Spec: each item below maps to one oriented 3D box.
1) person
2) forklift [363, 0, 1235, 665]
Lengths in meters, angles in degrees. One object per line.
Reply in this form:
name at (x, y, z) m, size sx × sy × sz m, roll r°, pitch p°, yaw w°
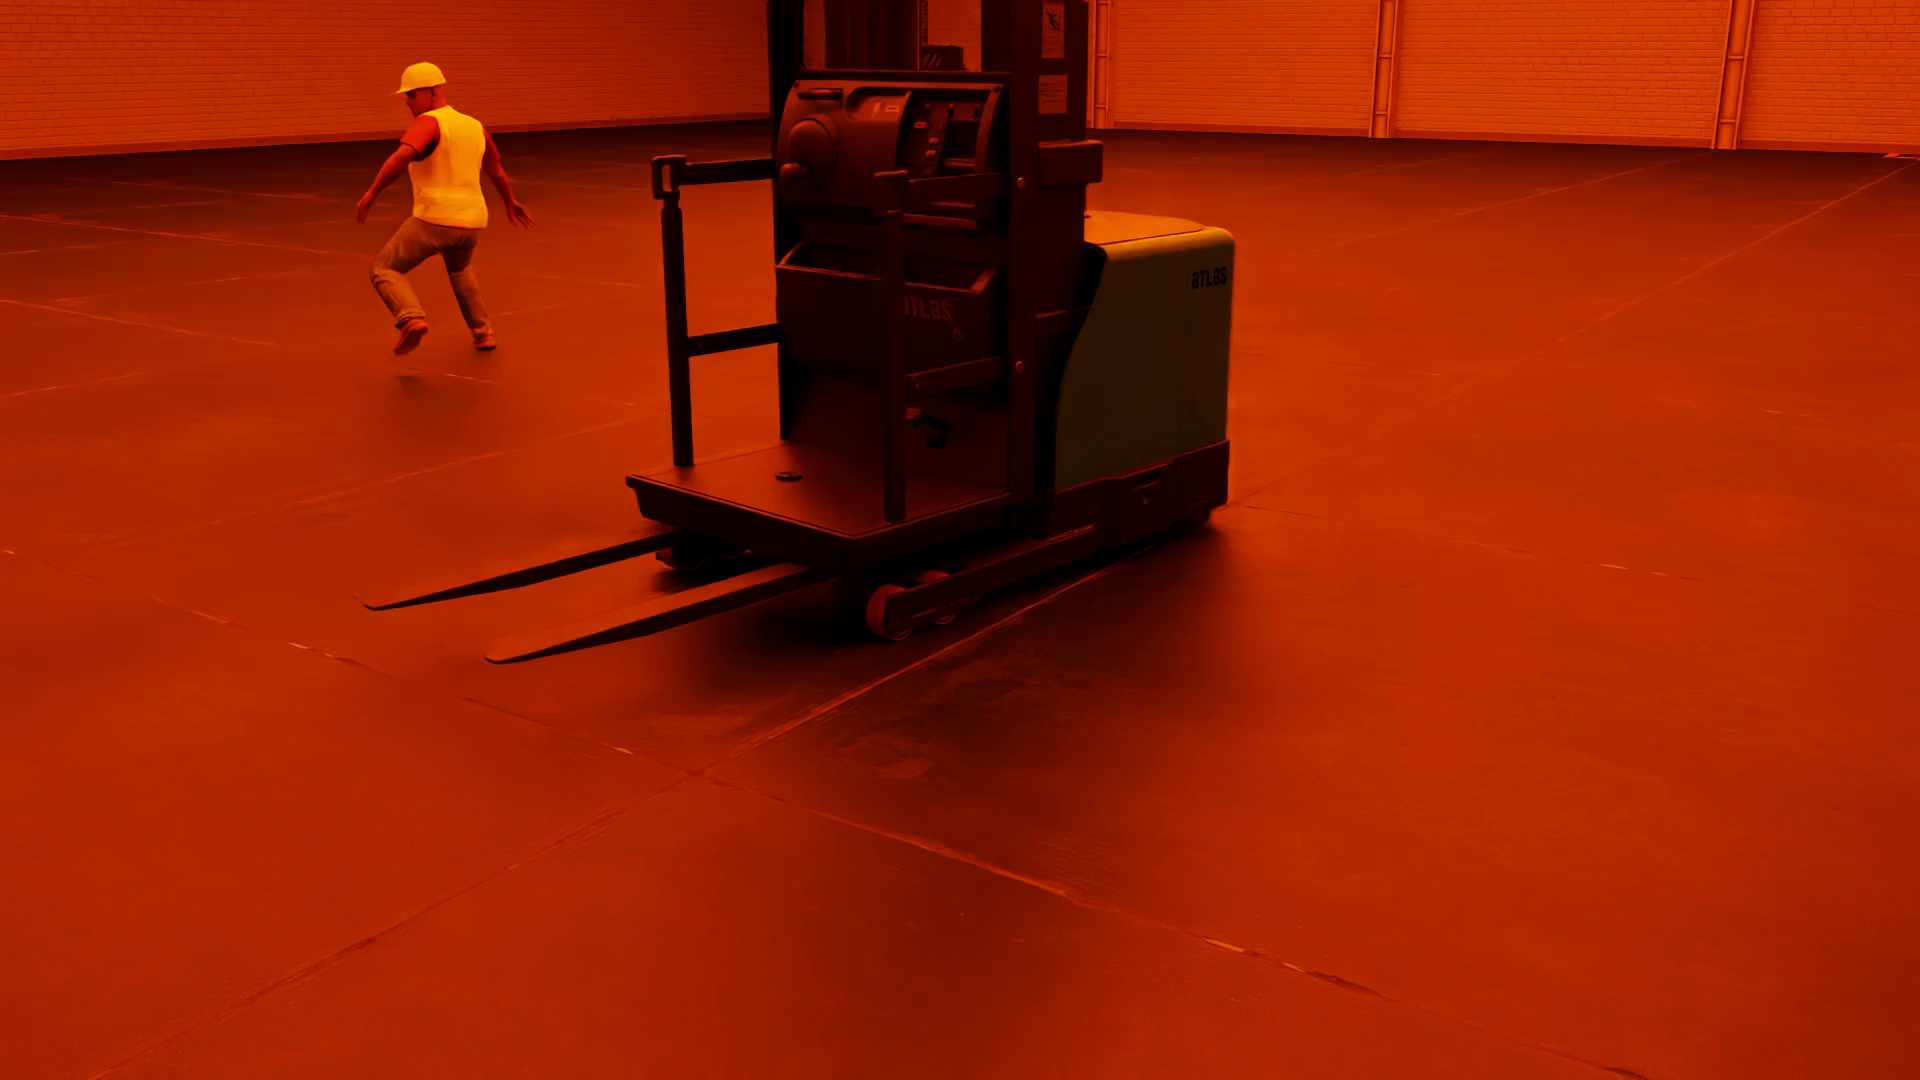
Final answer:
person at (-2.864, -1.817, 9.292) m, size 0.512 × 1.639 × 1.193 m, roll 9°, pitch 19°, yaw 27°
forklift at (-0.376, -1.268, 5.074) m, size 1.130 × 2.935 × 3.031 m, roll 15°, pitch 22°, yaw 40°
